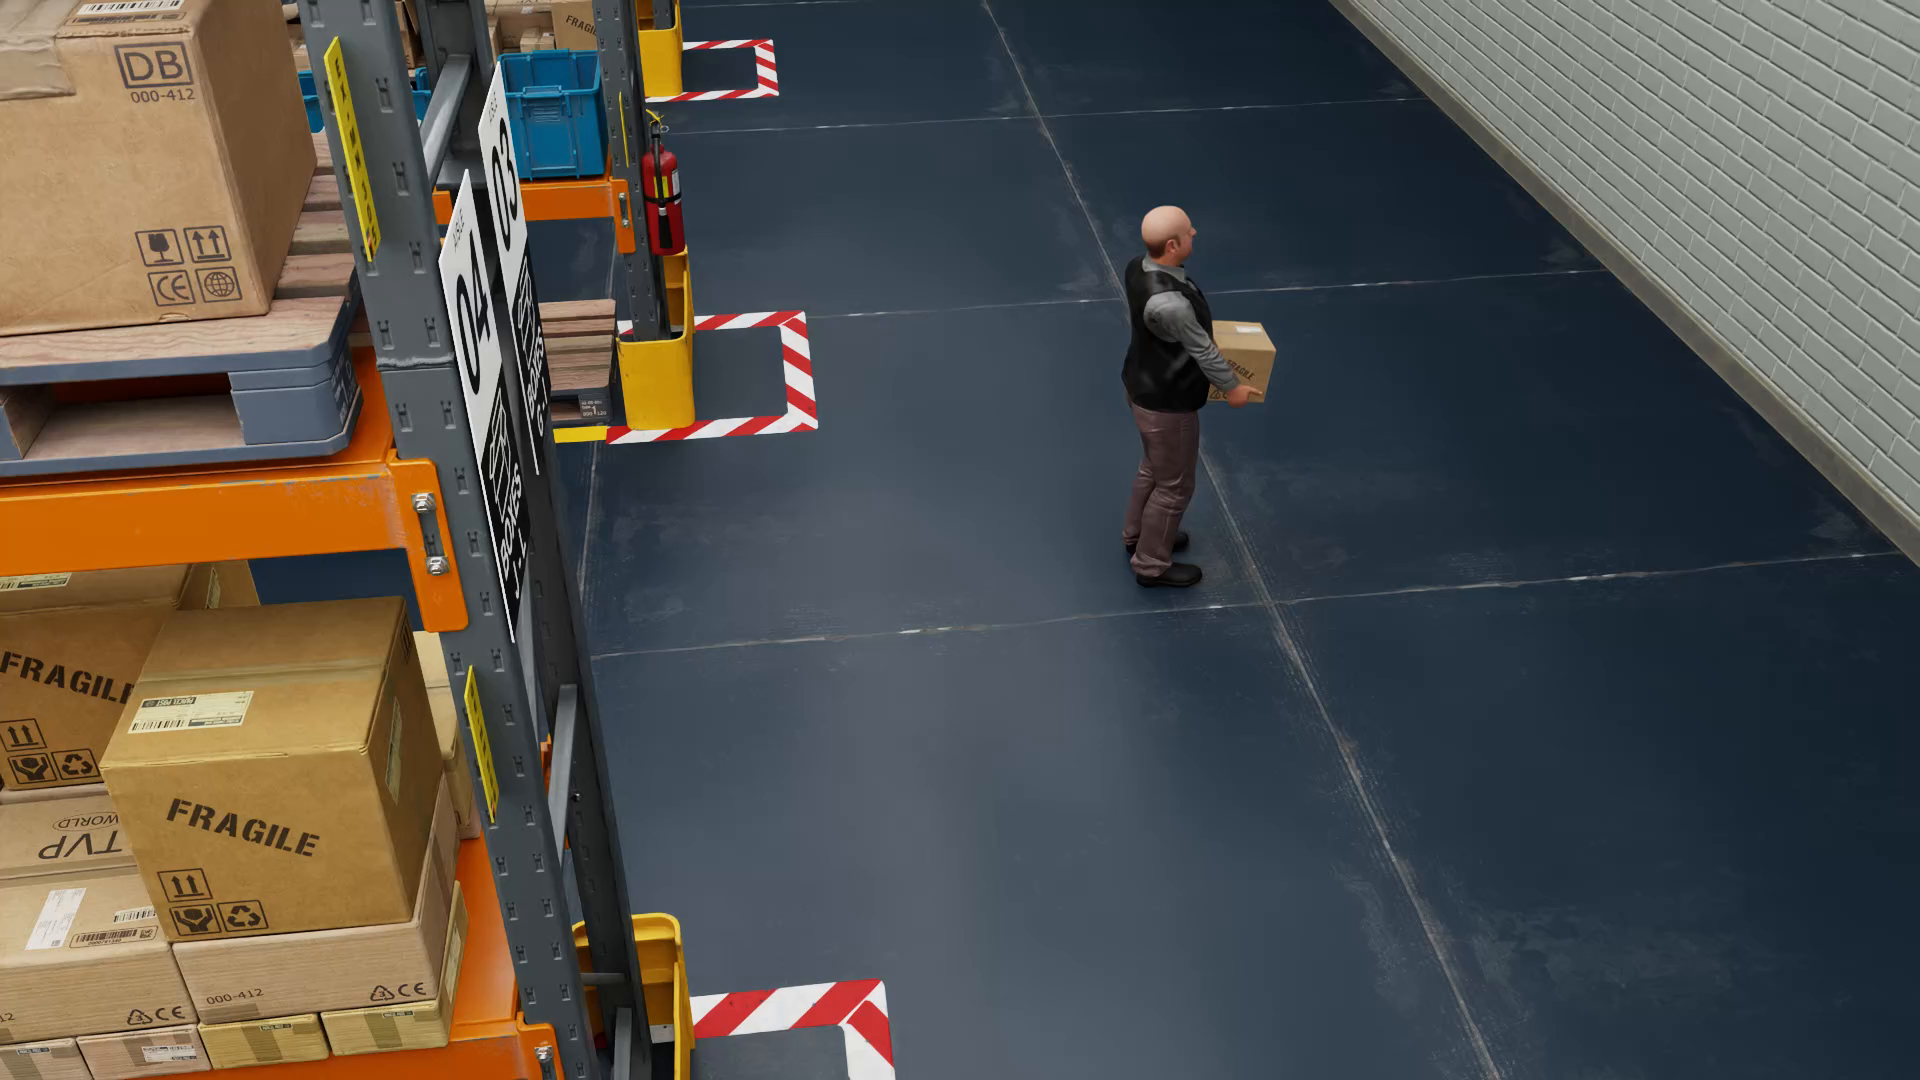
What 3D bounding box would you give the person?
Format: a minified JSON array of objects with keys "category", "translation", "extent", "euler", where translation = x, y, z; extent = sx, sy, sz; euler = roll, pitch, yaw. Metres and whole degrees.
[{"category":"person","translation":[0.966,-0.615,7.066],"extent":[0.556,1.713,0.494],"euler":[-4,35,-5]}]
